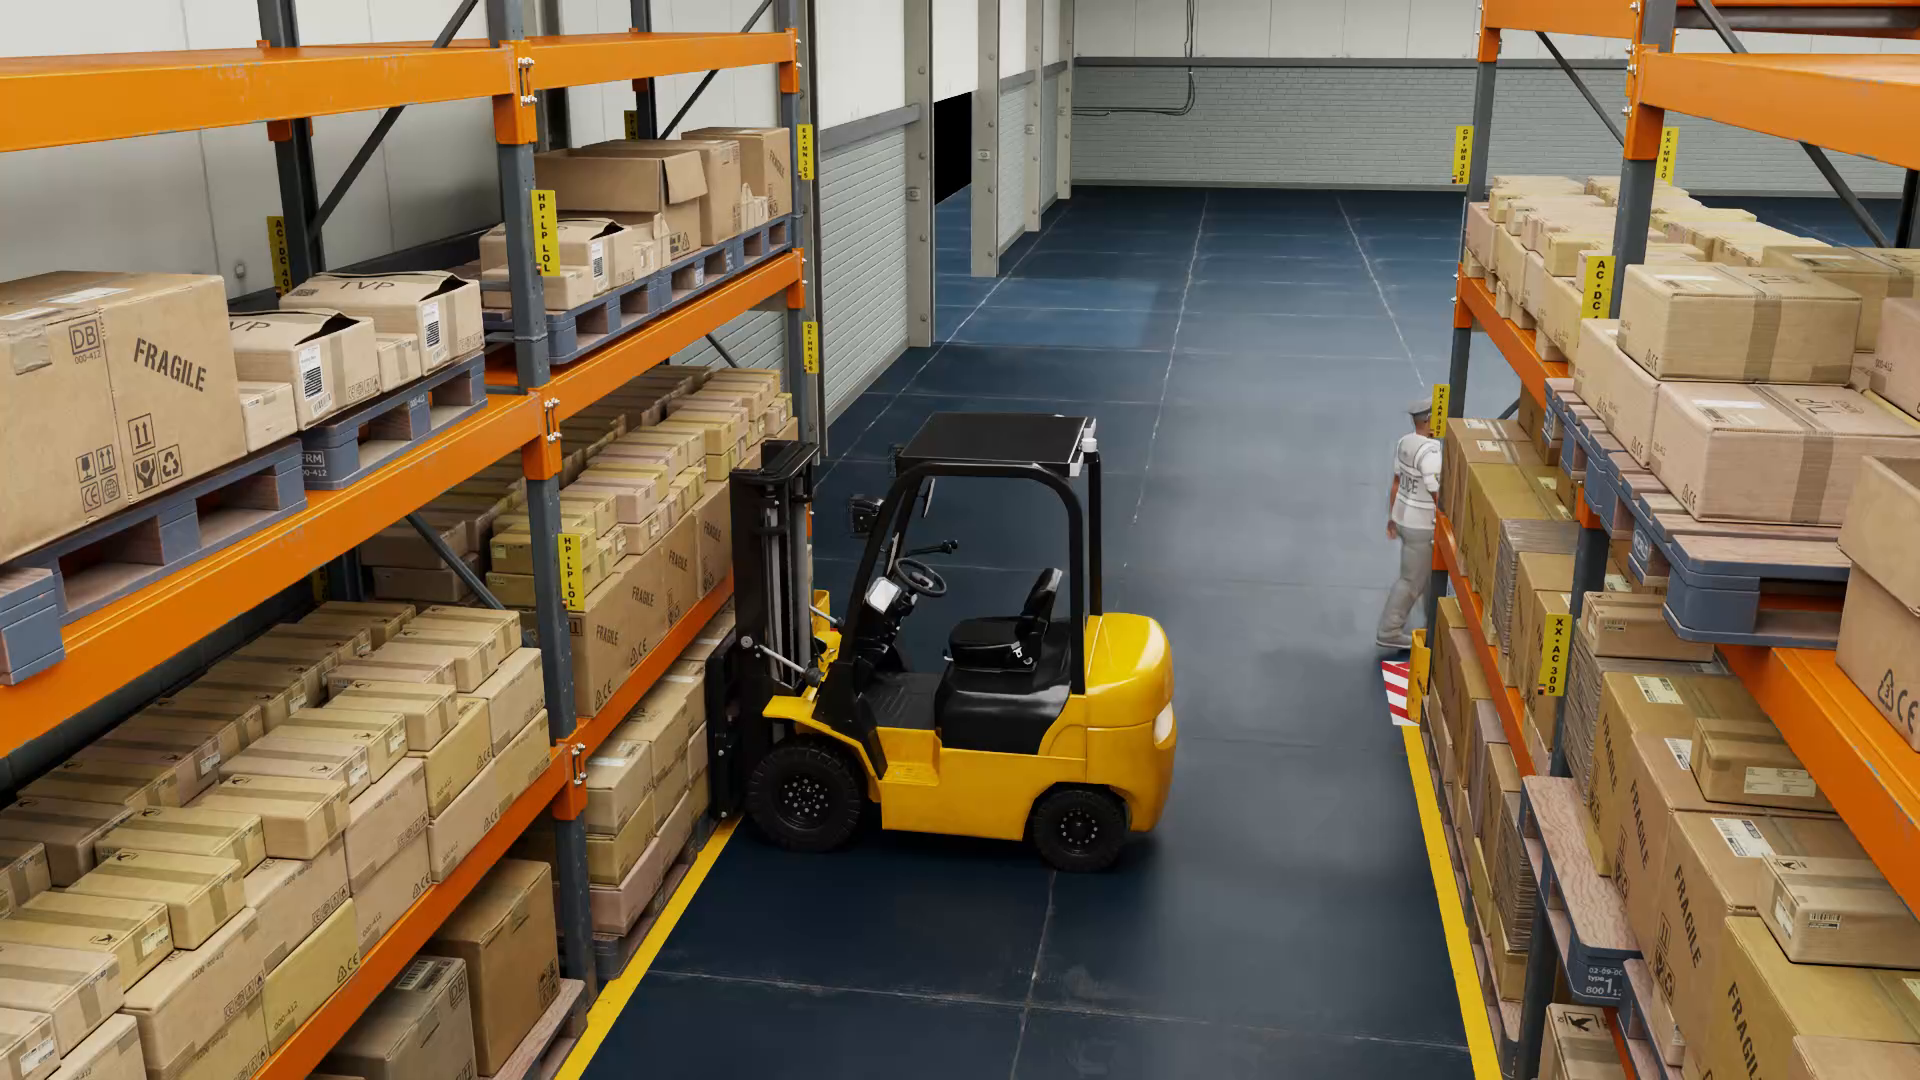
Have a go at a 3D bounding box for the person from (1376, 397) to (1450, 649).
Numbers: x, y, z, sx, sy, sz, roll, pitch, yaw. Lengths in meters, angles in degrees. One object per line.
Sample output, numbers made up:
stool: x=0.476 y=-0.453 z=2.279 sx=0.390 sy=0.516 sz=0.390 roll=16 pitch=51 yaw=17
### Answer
person: x=3.197 y=-0.076 z=11.312 sx=0.659 sy=1.845 sz=0.589 roll=-1 pitch=18 yaw=-4
